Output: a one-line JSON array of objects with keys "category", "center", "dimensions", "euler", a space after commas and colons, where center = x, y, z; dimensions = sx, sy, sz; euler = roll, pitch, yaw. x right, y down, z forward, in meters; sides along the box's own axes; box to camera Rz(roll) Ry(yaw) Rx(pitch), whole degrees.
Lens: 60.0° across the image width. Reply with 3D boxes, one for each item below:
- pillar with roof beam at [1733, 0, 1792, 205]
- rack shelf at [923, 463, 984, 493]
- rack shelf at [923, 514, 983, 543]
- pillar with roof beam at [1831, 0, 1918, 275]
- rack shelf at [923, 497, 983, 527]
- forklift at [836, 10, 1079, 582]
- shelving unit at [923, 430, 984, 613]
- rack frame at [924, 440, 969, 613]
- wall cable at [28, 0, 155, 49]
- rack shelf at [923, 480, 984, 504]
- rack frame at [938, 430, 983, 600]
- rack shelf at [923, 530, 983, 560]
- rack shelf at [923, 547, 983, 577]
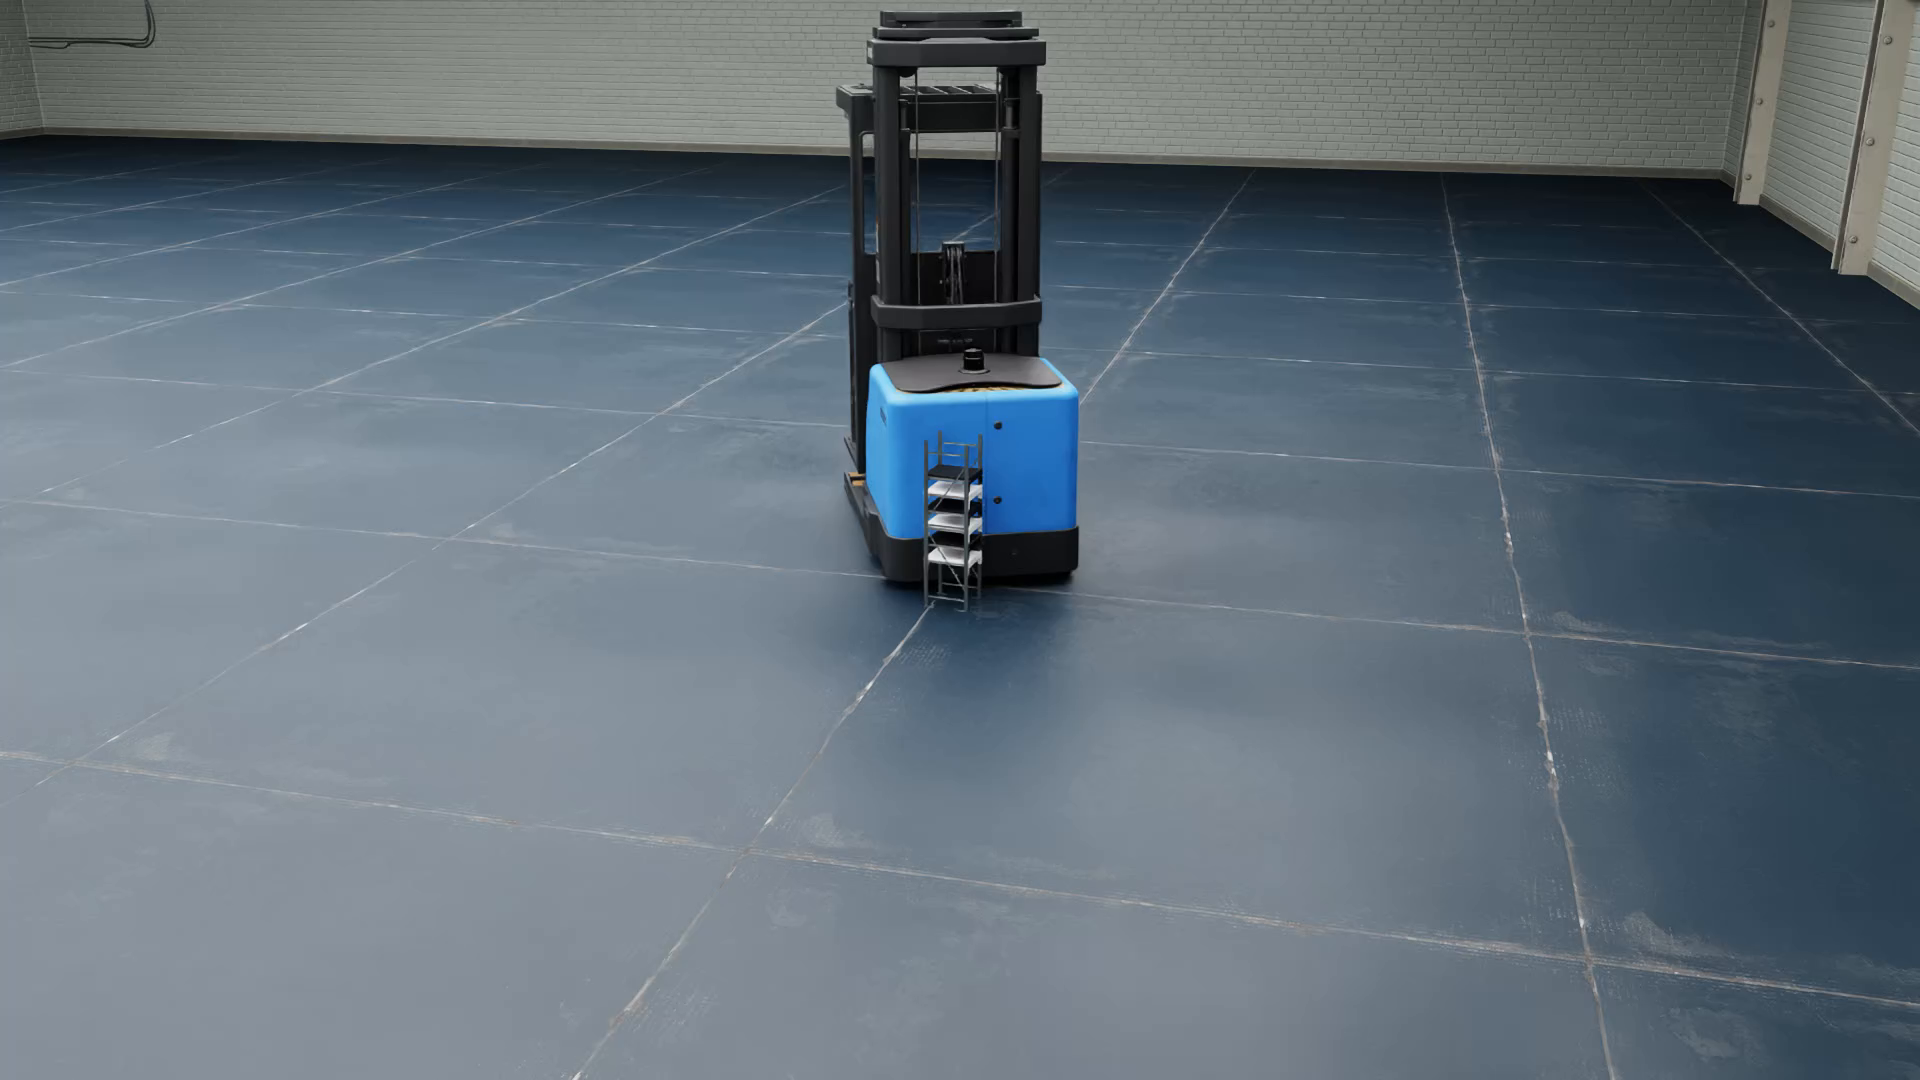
[{"category": "pillar with roof beam", "center": [7.118, -9.440, 23.403], "dimensions": [9.100, 9.000, 0.400], "euler": [5, 19, 13]}, {"category": "rack shelf", "center": [-0.034, -0.319, 8.496], "dimensions": [0.258, 0.077, 0.200], "euler": [7, 20, 19]}, {"category": "rack shelf", "center": [-0.035, -0.064, 8.583], "dimensions": [0.258, 0.077, 0.200], "euler": [7, 20, 19]}, {"category": "pillar with roof beam", "center": [5.652, -7.559, 17.897], "dimensions": [9.100, 9.000, 0.400], "euler": [5, 19, 13]}, {"category": "rack shelf", "center": [-0.035, -0.149, 8.554], "dimensions": [0.258, 0.077, 0.200], "euler": [7, 20, 19]}, {"category": "forklift", "center": [-0.124, -1.602, 9.844], "dimensions": [1.130, 2.935, 3.031], "euler": [-3, 19, -10]}, {"category": "shelving unit", "center": [-0.035, -0.095, 8.572], "dimensions": [0.258, 0.900, 0.210], "euler": [7, 20, 19]}, {"category": "rack frame", "center": [-0.070, -0.065, 8.482], "dimensions": [0.240, 0.900, 0.006], "euler": [7, 20, 19]}, {"category": "wall cable", "center": [-17.251, -10.937, 32.590], "dimensions": [3.097, 2.526, 0.112], "euler": [5, 19, 13]}, {"category": "rack shelf", "center": [-0.034, -0.234, 8.525], "dimensions": [0.258, 0.077, 0.200], "euler": [7, 20, 19]}, {"category": "rack frame", "center": [0.000, -0.126, 8.663], "dimensions": [0.240, 0.900, 0.006], "euler": [7, 20, 19]}, {"category": "rack shelf", "center": [-0.036, 0.021, 8.612], "dimensions": [0.258, 0.077, 0.200], "euler": [7, 20, 19]}, {"category": "rack shelf", "center": [-0.036, 0.106, 8.642], "dimensions": [0.258, 0.077, 0.200], "euler": [7, 20, 19]}]
